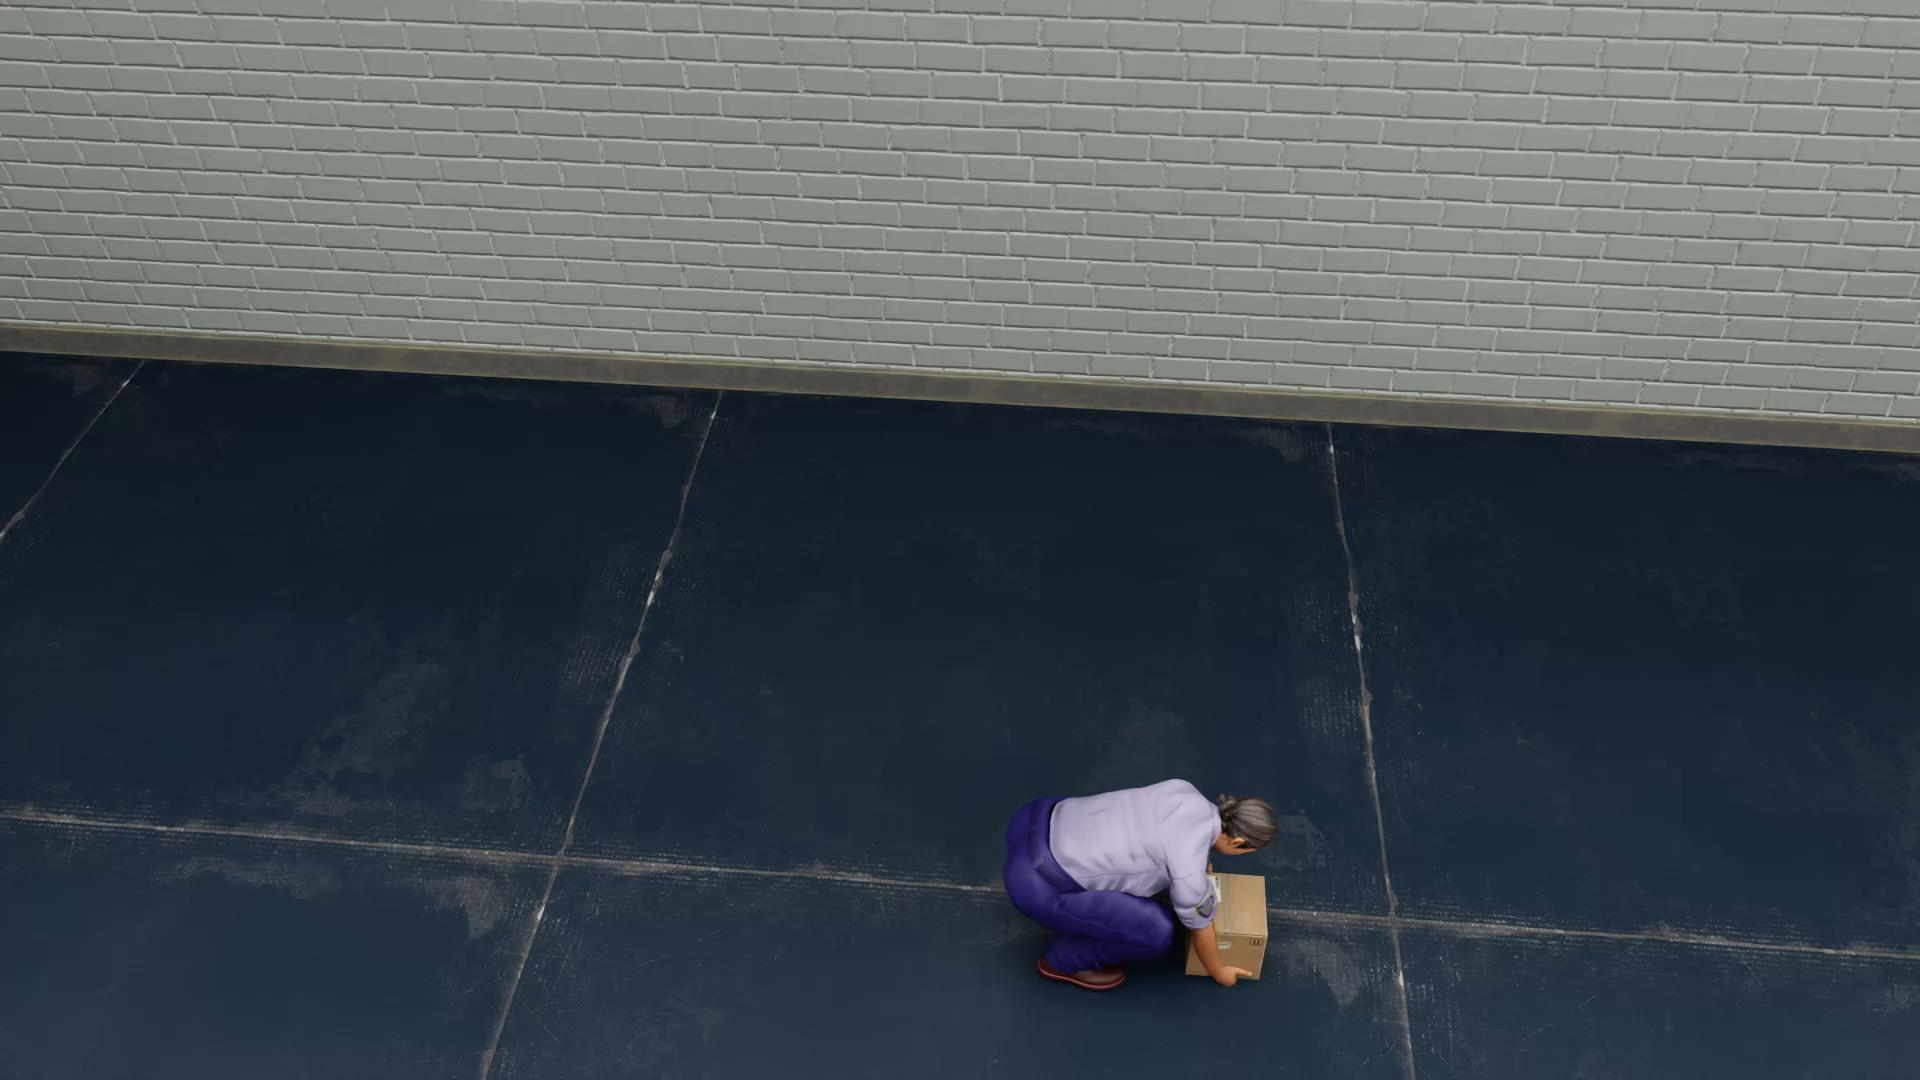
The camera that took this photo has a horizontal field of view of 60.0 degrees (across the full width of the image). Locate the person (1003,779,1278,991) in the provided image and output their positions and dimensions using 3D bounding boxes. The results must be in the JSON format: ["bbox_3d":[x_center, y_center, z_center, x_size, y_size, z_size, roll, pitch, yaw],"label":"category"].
[{"bbox_3d":[0.626,1.128,5.561,0.809,0.746,0.507,2,40,3],"label":"person"}]
